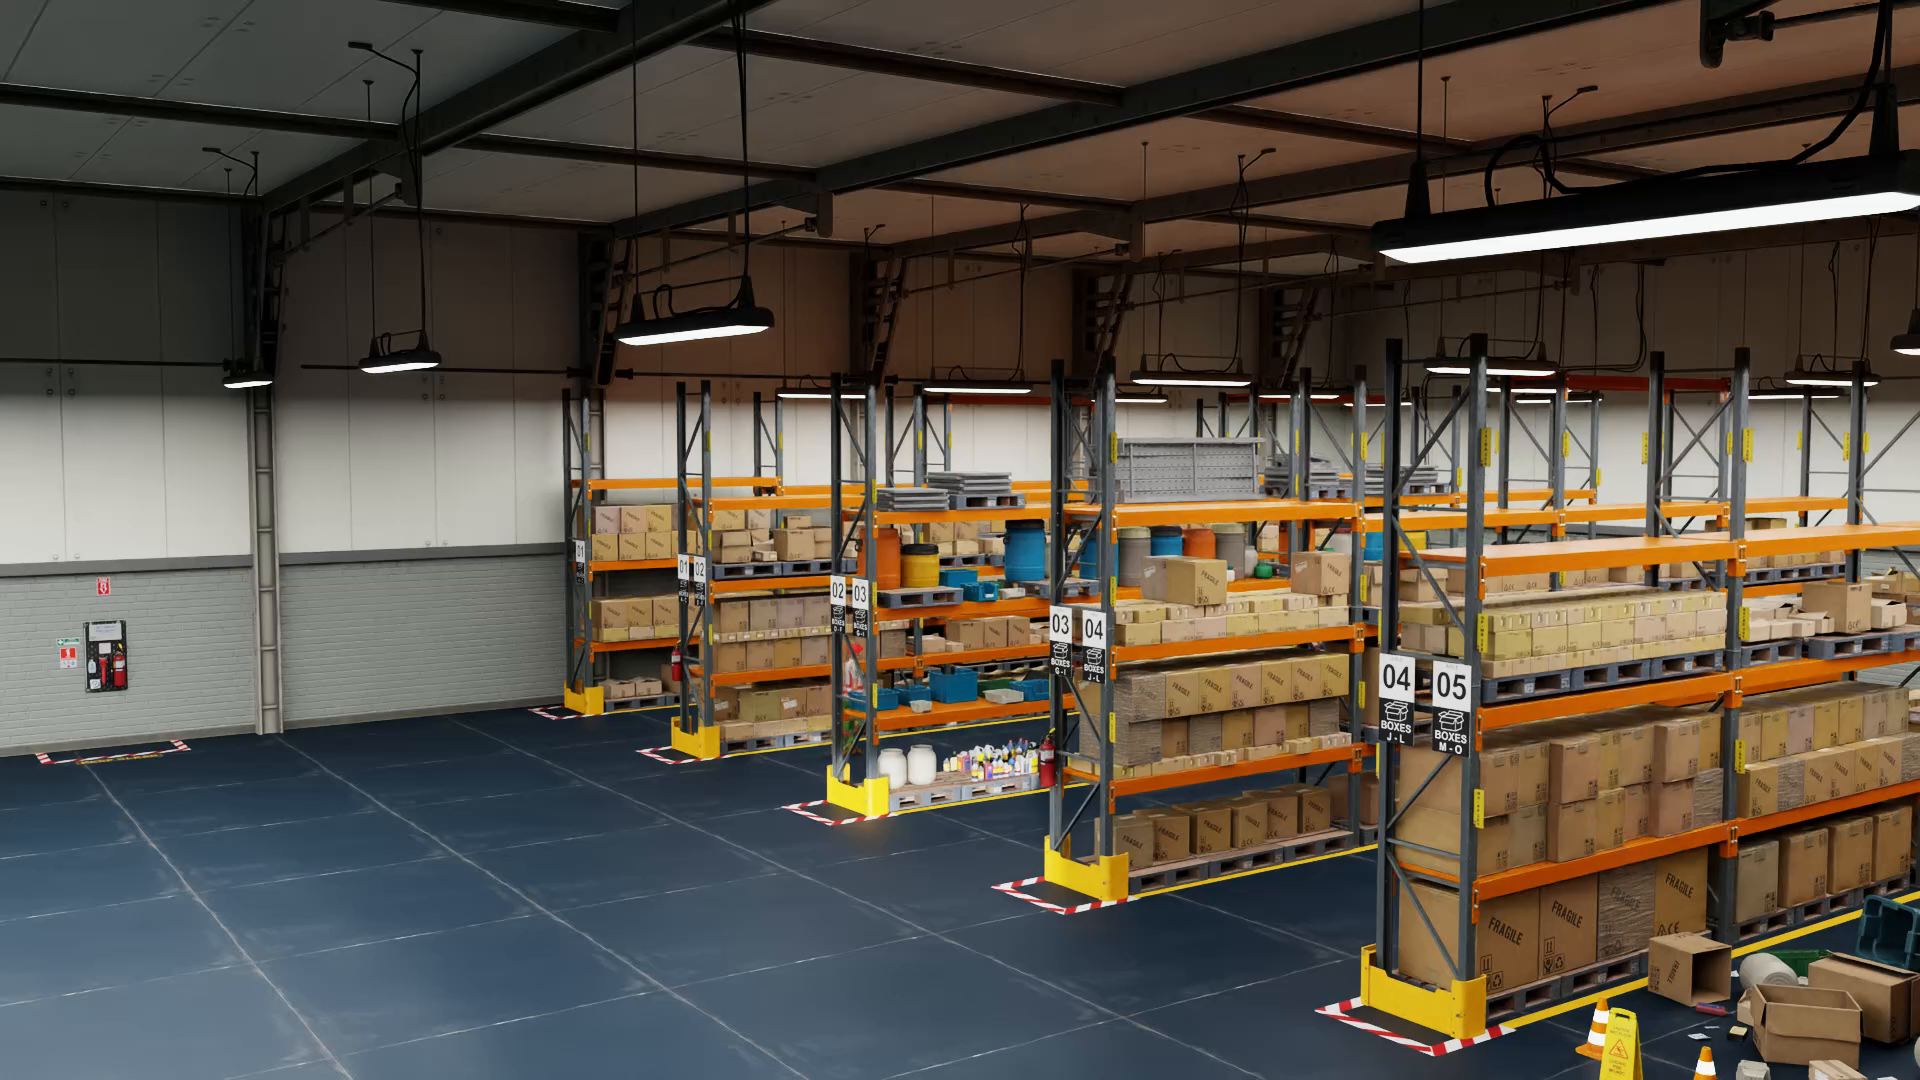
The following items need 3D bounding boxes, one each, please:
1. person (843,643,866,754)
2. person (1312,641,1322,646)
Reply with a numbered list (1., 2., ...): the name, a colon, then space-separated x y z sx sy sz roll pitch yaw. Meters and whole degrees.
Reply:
1. person: -1.692 2.544 26.724 0.487 1.773 0.582 -2 4 -23
2. person: 7.118 2.209 32.489 0.948 1.733 0.539 -3 5 -38
